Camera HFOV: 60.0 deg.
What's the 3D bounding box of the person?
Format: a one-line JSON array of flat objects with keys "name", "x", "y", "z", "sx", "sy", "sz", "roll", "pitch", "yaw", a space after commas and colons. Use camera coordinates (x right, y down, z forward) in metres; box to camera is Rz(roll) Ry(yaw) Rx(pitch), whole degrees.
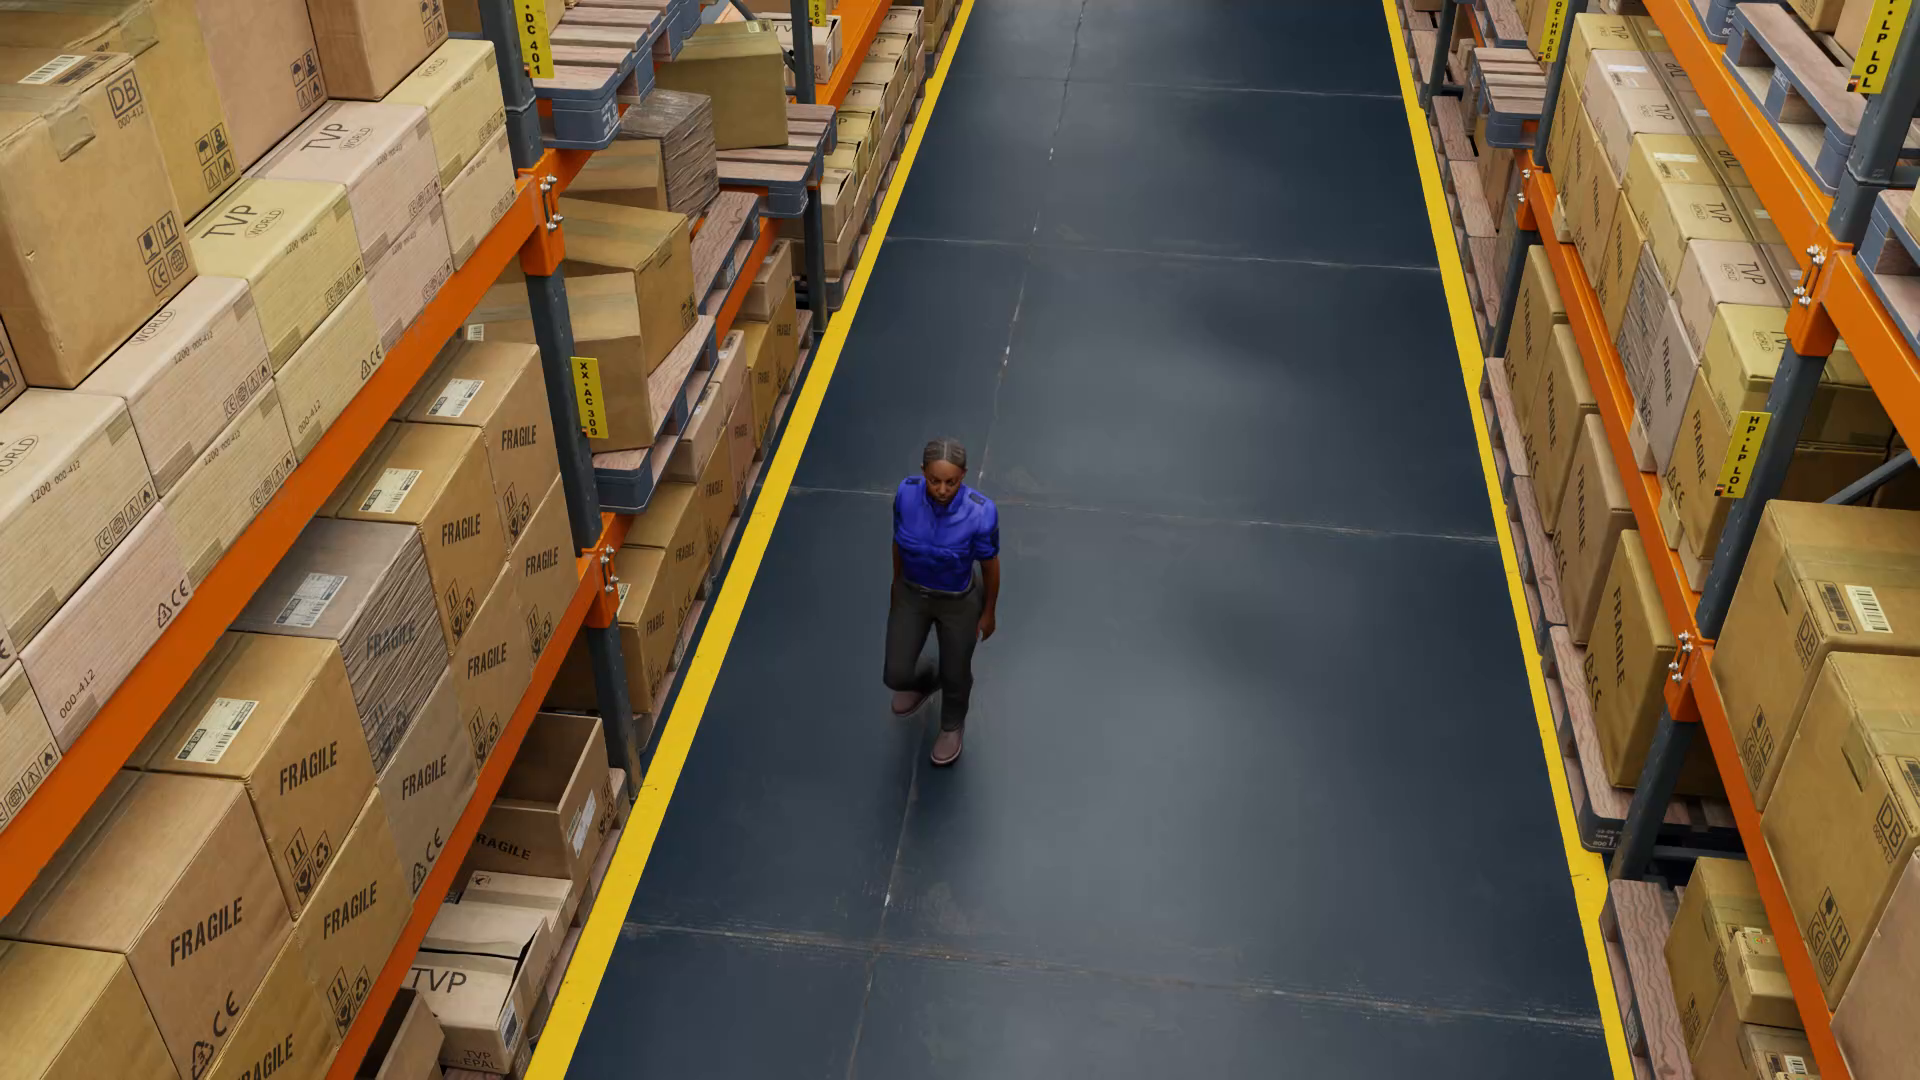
[{"name": "person", "x": -0.065, "y": 0.200, "z": 6.697, "sx": 0.483, "sy": 1.578, "sz": 0.436, "roll": 10, "pitch": 38, "yaw": 14}]
